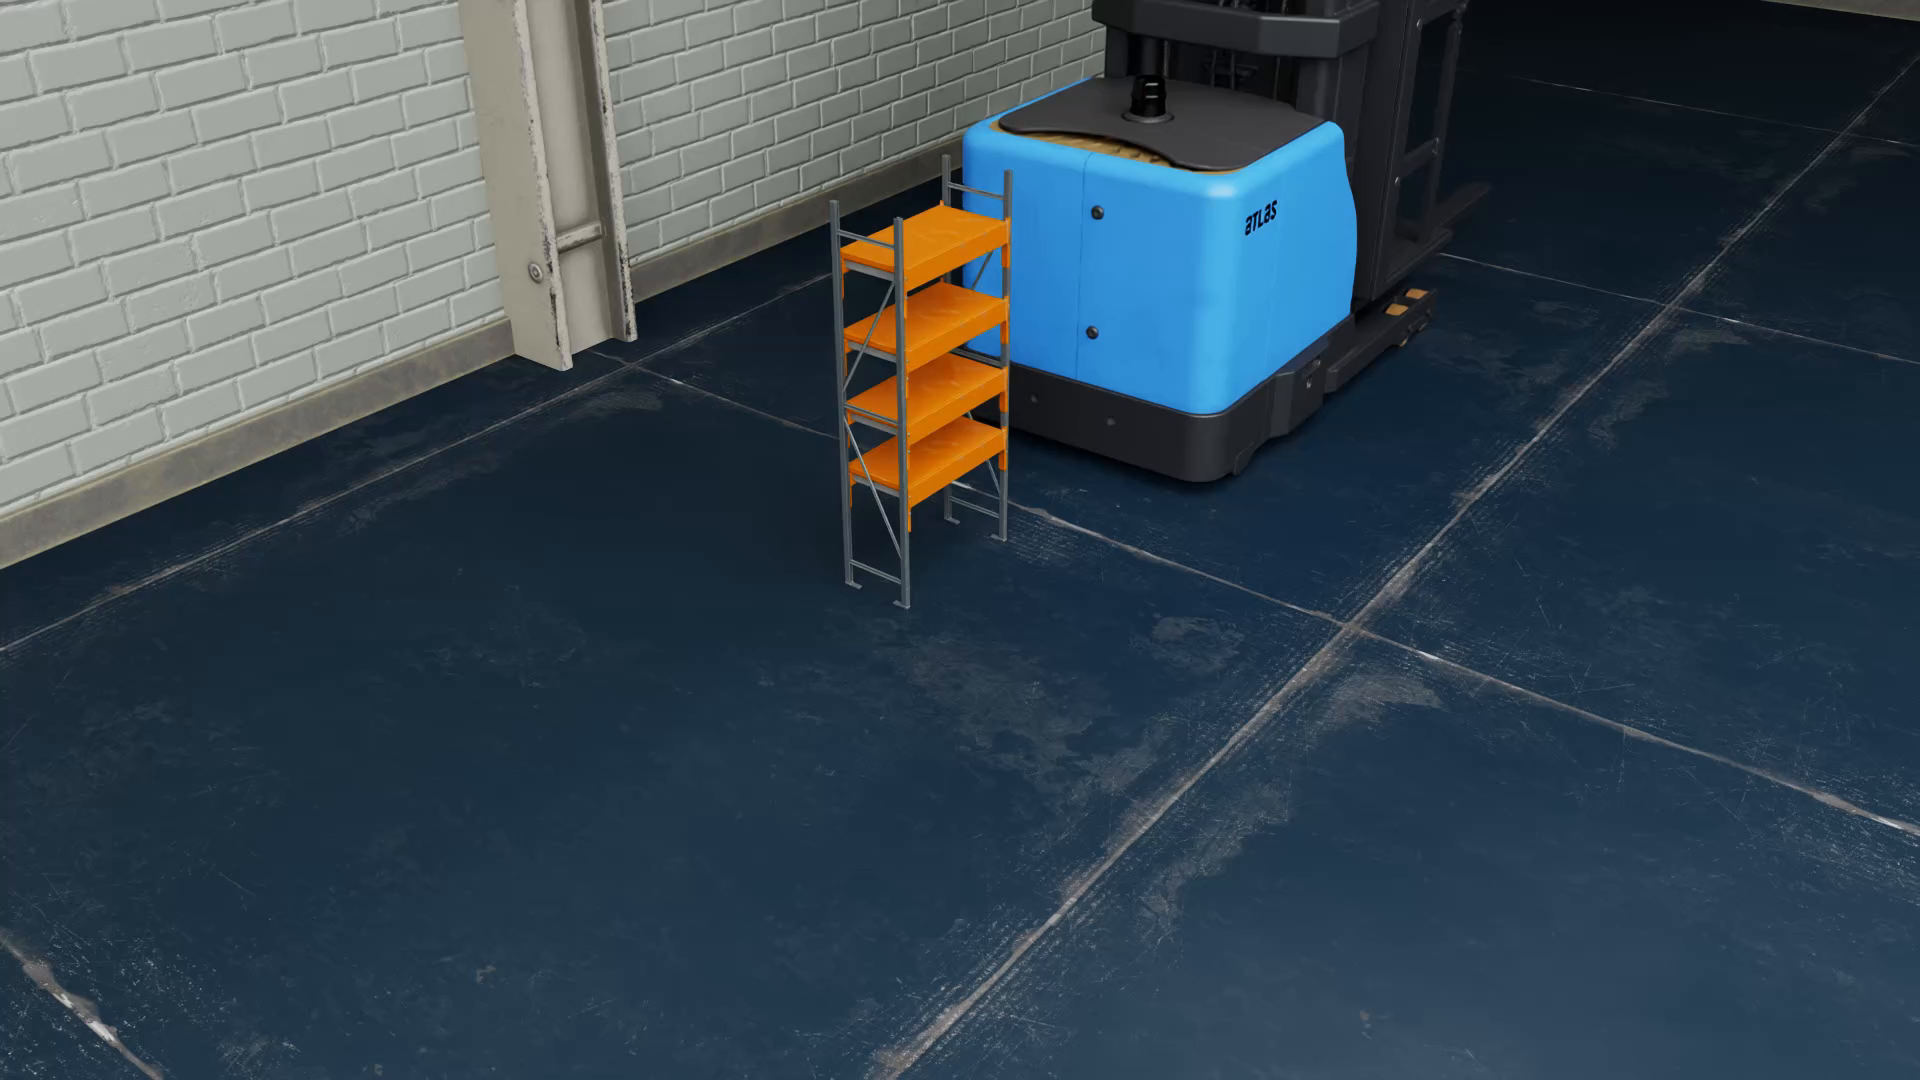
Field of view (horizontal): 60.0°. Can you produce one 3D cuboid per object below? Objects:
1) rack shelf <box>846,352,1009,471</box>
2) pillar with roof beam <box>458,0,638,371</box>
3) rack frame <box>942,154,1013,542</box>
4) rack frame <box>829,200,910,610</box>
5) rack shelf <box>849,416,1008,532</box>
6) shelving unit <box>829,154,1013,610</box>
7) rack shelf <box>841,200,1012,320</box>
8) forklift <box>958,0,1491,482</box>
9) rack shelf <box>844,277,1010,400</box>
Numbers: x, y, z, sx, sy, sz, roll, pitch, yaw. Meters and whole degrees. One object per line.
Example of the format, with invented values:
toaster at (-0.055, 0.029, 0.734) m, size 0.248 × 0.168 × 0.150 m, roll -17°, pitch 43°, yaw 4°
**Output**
rack shelf at (-0.100, -0.391, 4.865) m, size 0.258 × 0.148 × 0.480 m, roll 21°, pitch 37°, yaw 31°
pillar with roof beam at (1.915, -3.316, 2.019) m, size 9.100 × 9.000 × 0.400 m, roll 21°, pitch 37°, yaw 31°
rack frame at (0.047, -0.548, 4.998) m, size 0.240 × 1.200 × 0.015 m, roll 21°, pitch 37°, yaw 31°
rack frame at (-0.247, -0.350, 4.663) m, size 0.240 × 1.200 × 0.015 m, roll 21°, pitch 37°, yaw 31°
rack shelf at (-0.100, -0.220, 4.966) m, size 0.258 × 0.148 × 0.480 m, roll 21°, pitch 37°, yaw 31°
shelving unit at (-0.100, -0.449, 4.831) m, size 0.258 × 1.200 × 0.503 m, roll 21°, pitch 37°, yaw 31°
rack shelf at (-0.100, -0.787, 4.630) m, size 0.258 × 0.148 × 0.480 m, roll 21°, pitch 37°, yaw 31°
forklift at (1.256, -2.149, 6.001) m, size 1.130 × 2.935 × 3.031 m, roll 20°, pitch 36°, yaw 30°
rack shelf at (-0.100, -0.583, 4.751) m, size 0.258 × 0.148 × 0.480 m, roll 21°, pitch 37°, yaw 31°
